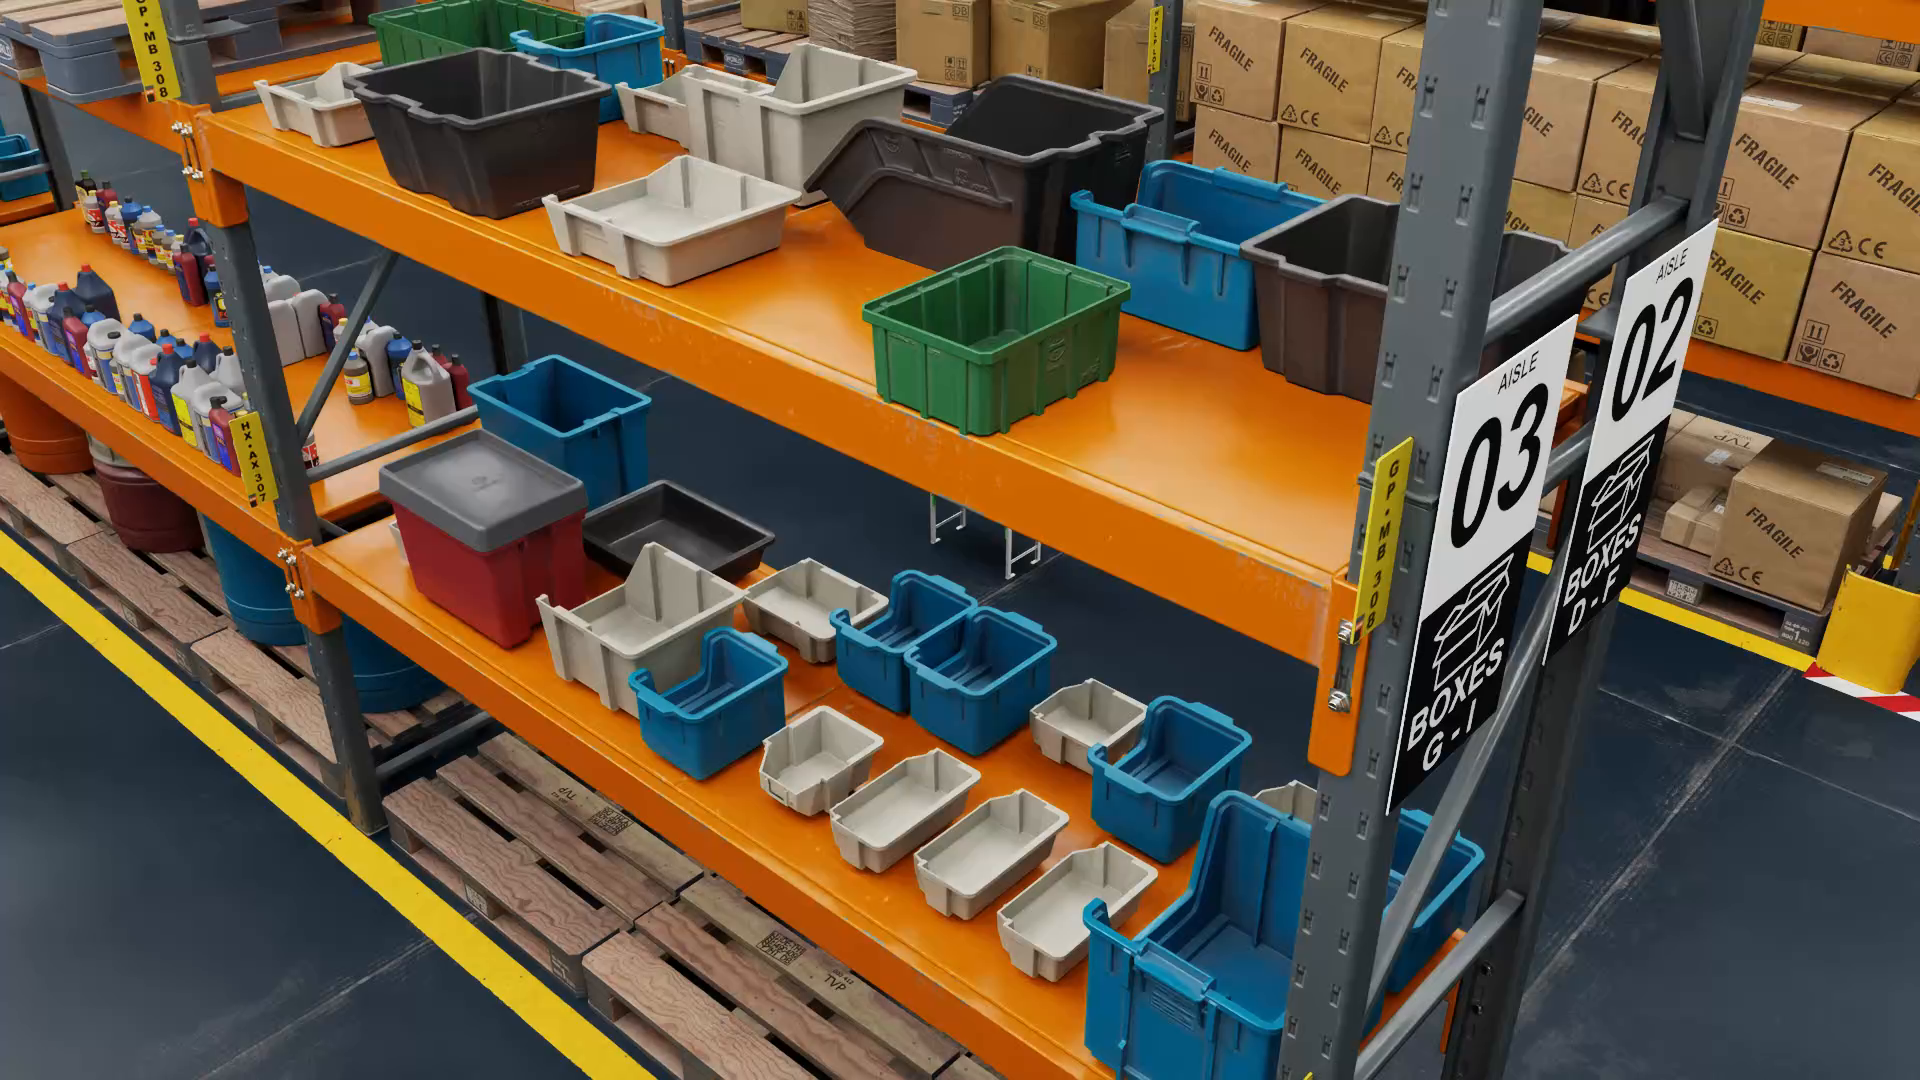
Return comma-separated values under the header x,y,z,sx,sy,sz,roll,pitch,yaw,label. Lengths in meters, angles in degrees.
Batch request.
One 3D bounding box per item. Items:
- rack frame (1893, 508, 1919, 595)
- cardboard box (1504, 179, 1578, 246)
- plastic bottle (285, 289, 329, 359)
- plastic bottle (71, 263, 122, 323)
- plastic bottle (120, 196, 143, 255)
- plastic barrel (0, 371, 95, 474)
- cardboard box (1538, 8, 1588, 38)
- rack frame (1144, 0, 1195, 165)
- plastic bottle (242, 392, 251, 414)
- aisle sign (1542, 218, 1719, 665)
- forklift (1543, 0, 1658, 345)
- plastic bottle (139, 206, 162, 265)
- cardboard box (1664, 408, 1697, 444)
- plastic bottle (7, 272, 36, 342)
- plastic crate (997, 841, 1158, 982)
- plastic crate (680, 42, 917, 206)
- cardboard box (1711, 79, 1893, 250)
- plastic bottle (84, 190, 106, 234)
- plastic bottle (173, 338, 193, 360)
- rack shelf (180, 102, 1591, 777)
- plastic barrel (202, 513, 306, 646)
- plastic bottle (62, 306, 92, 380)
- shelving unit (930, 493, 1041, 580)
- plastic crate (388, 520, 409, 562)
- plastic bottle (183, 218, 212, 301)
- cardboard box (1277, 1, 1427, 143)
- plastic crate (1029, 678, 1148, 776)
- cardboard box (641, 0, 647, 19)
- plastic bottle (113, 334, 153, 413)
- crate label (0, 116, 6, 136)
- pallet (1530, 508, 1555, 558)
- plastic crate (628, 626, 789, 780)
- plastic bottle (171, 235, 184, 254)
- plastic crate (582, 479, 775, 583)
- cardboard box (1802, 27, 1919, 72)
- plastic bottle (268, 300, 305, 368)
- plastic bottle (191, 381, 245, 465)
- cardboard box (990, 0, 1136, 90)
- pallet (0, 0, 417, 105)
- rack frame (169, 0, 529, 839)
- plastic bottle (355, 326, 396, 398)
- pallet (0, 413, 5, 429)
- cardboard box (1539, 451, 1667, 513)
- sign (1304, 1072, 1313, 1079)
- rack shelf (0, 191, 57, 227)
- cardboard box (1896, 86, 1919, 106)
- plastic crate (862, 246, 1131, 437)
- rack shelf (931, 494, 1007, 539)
x,y,z,sx,sy,sz,roll,pitch,yaw,label
4.324,-0.864,6.776,0.127,3.000,1.000,25,39,35,rack frame
2.682,-1.485,7.711,0.500,0.500,0.500,24,39,34,cardboard box
-2.743,-0.928,7.004,0.135,0.276,0.152,25,39,35,plastic bottle
-3.684,-1.013,7.072,0.185,0.351,0.144,25,39,35,plastic bottle
-3.959,-1.513,7.980,0.097,0.271,0.097,0,31,0,plastic bottle
-4.560,-0.827,8.412,0.708,0.830,0.600,25,39,35,plastic barrel
2.662,-2.292,8.083,0.500,0.500,0.500,25,39,35,cardboard box
1.358,-2.248,9.076,0.127,3.000,1.000,25,39,35,rack frame
-2.679,-0.463,6.304,0.097,0.201,0.097,0,31,0,plastic bottle
1.250,-0.173,3.109,0.004,0.787,0.394,25,39,35,aisle sign
3.414,-2.973,10.347,3.031,2.935,1.130,26,40,36,forklift
-3.815,-1.446,7.868,0.097,0.271,0.097,0,31,0,plastic bottle
3.370,-0.517,8.440,0.500,0.250,0.500,25,39,35,cardboard box
-4.004,-0.999,7.114,0.133,0.283,0.061,25,39,35,plastic bottle
0.271,0.903,4.038,0.243,0.136,0.396,25,39,35,plastic crate
-0.439,-1.090,4.359,0.530,0.282,0.437,25,39,35,plastic crate
3.434,-1.558,6.864,0.500,0.500,0.500,26,40,36,cardboard box
-4.275,-1.631,8.243,0.097,0.201,0.097,0,31,0,plastic bottle
-3.053,-0.668,6.576,0.097,0.271,0.097,0,31,0,plastic bottle
-0.486,-0.640,4.194,4.000,0.370,1.077,25,39,35,rack shelf
-2.886,-0.076,7.095,0.708,0.901,0.600,25,39,35,plastic barrel
-3.596,-0.808,6.798,0.133,0.283,0.061,25,39,35,plastic bottle
0.123,-0.457,7.845,0.503,1.200,0.258,25,39,35,shelving unit
-1.719,-0.052,5.626,0.243,0.136,0.396,25,39,35,plastic crate
-3.411,-1.275,7.507,0.185,0.351,0.144,25,39,35,plastic bottle
1.901,-2.270,8.046,0.500,0.500,0.500,24,38,34,cardboard box
0.350,0.528,4.663,0.298,0.136,0.250,25,39,35,plastic crate
-2.141,-3.978,12.036,0.500,0.311,0.500,25,39,35,cardboard box
-3.222,-0.662,6.562,0.135,0.276,0.152,25,39,35,plastic bottle
-5.489,-2.202,8.965,0.616,0.435,0.502,25,39,35,crate label
2.775,-0.393,8.698,1.213,0.211,1.003,25,39,35,pallet
-0.698,0.463,4.678,0.300,0.233,0.416,25,39,35,plastic crate
-3.599,-1.315,7.719,0.097,0.201,0.097,0,31,0,plastic bottle
-0.958,0.022,5.514,0.590,0.125,0.437,25,39,35,plastic crate
6.154,-3.575,10.990,0.700,0.700,0.980,23,38,33,cardboard box
-2.845,-0.870,6.907,0.135,0.276,0.152,25,39,35,plastic bottle
-2.749,-0.441,6.195,0.135,0.276,0.152,25,39,35,plastic bottle
0.604,-2.934,9.711,0.700,0.500,0.500,-22,38,-32,cardboard box
-2.615,-1.793,5.595,1.003,0.211,1.213,25,39,35,pallet
-1.969,-0.355,5.932,0.127,3.000,1.000,25,39,35,rack frame
-2.327,-0.735,6.682,0.135,0.276,0.152,25,39,35,plastic bottle
-5.483,-0.828,9.420,1.213,0.211,1.003,25,39,35,pallet
3.071,-0.308,8.093,0.500,0.250,0.500,25,39,35,cardboard box
0.640,1.175,3.231,0.005,0.325,0.100,25,39,35,sign
-6.417,-2.123,9.567,4.000,0.370,1.077,25,39,35,rack shelf
4.172,-1.589,6.915,0.500,0.500,0.500,26,40,36,cardboard box
0.074,-0.397,3.299,0.336,0.188,0.450,25,39,35,plastic crate
0.123,-0.196,8.002,0.480,0.148,0.258,25,39,35,rack shelf
